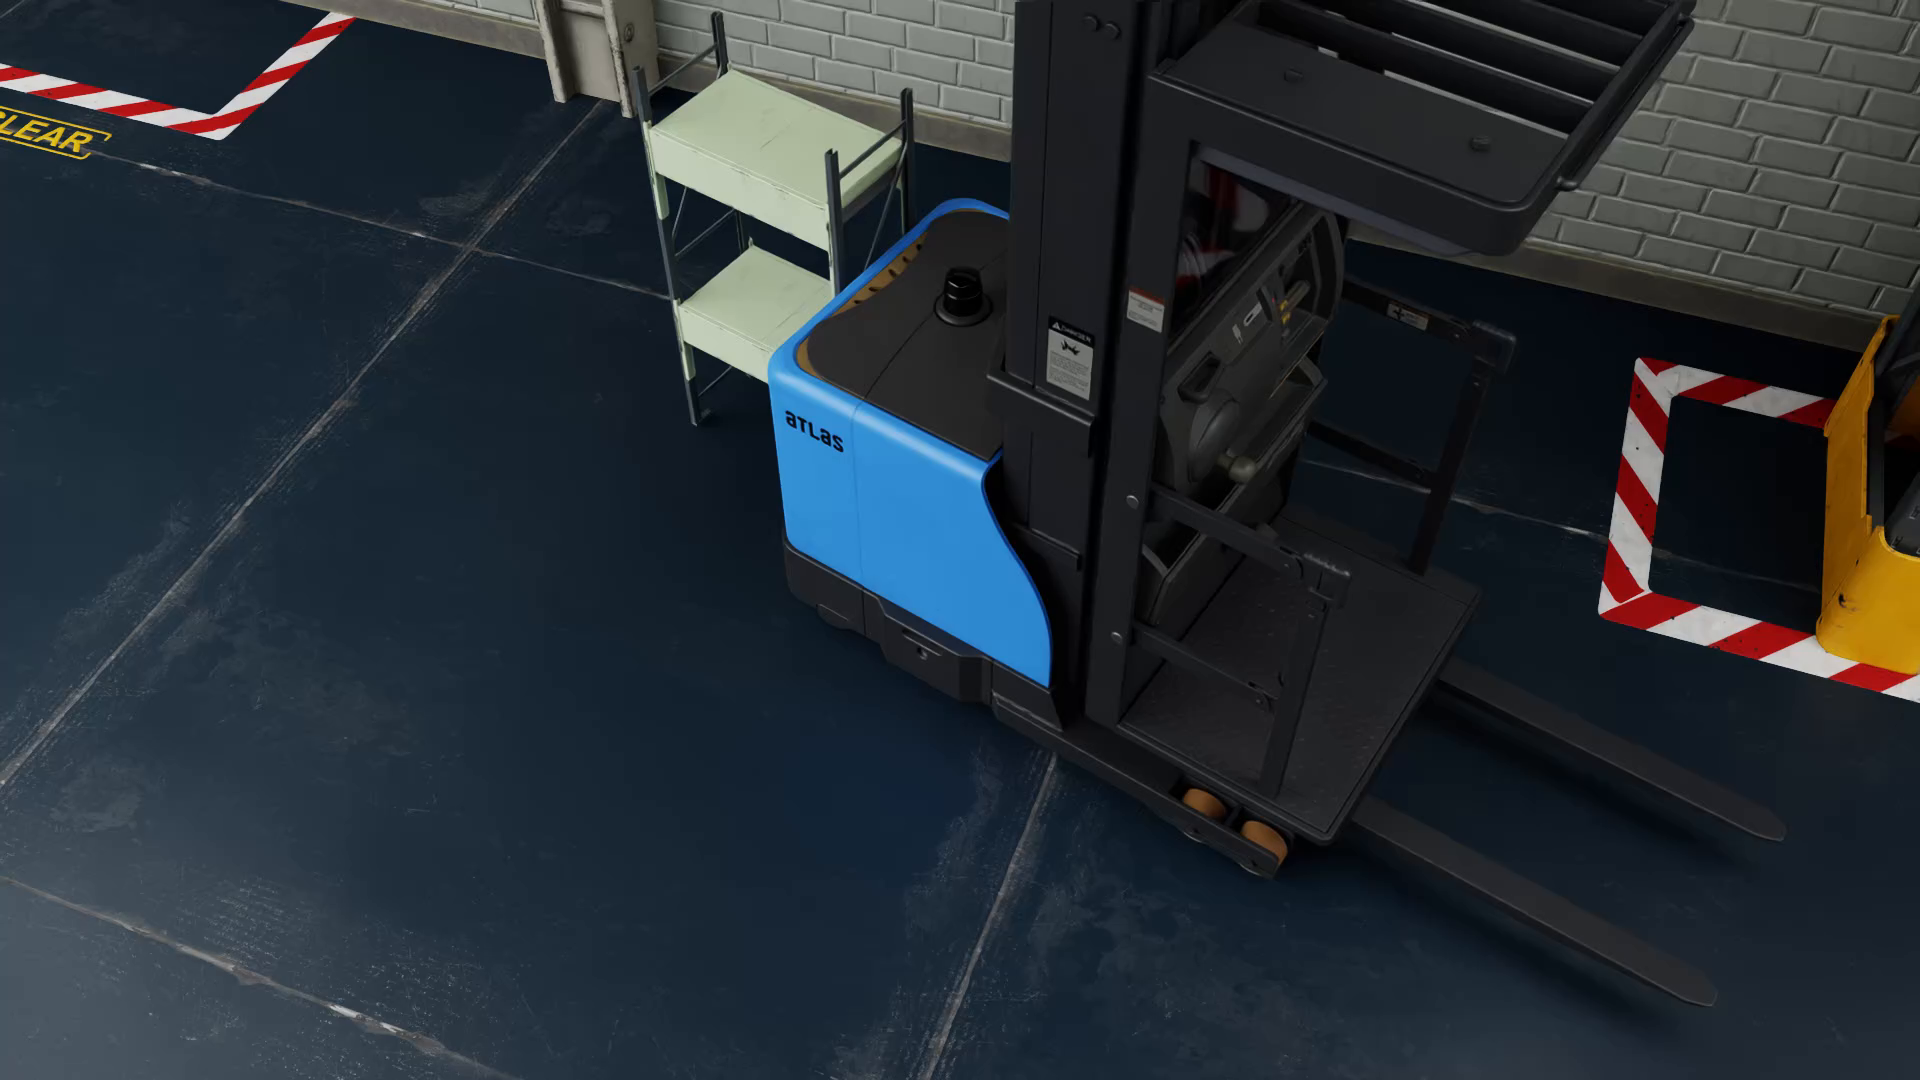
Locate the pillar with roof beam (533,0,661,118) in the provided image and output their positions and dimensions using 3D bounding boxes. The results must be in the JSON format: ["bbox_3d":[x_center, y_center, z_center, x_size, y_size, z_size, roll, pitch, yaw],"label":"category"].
[{"bbox_3d":[-3.074,-1.925,1.463,0.400,9.000,9.100,16,51,13],"label":"pillar with roof beam"}]

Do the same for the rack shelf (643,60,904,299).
[{"bbox_3d":[-0.563,-1.137,5.226,0.720,0.370,0.431,28,55,22],"label":"rack shelf"}]

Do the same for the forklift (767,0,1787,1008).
[{"bbox_3d":[0.927,-0.438,4.190,3.031,2.935,1.130,28,55,22],"label":"forklift"}]

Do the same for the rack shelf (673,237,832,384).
[{"bbox_3d":[-0.563,-0.668,5.767,0.720,0.370,0.431,28,55,22],"label":"rack shelf"}]

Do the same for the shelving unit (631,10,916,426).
[{"bbox_3d":[-0.563,-0.881,5.521,0.755,1.500,0.431,28,55,22],"label":"shelving unit"}]

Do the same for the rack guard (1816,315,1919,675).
[{"bbox_3d":[3.161,-0.172,5.568,0.348,0.500,1.175,16,51,13],"label":"rack guard"}]

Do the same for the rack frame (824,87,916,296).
[{"bbox_3d":[-0.262,-0.724,5.385,0.023,1.500,0.400,28,55,22],"label":"rack frame"}]

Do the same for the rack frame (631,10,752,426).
[{"bbox_3d":[-0.864,-1.038,5.657,0.023,1.500,0.400,28,55,22],"label":"rack frame"}]

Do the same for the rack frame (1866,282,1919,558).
[{"bbox_3d":[3.090,-1.011,4.641,0.127,3.000,1.000,16,51,13],"label":"rack frame"}]
